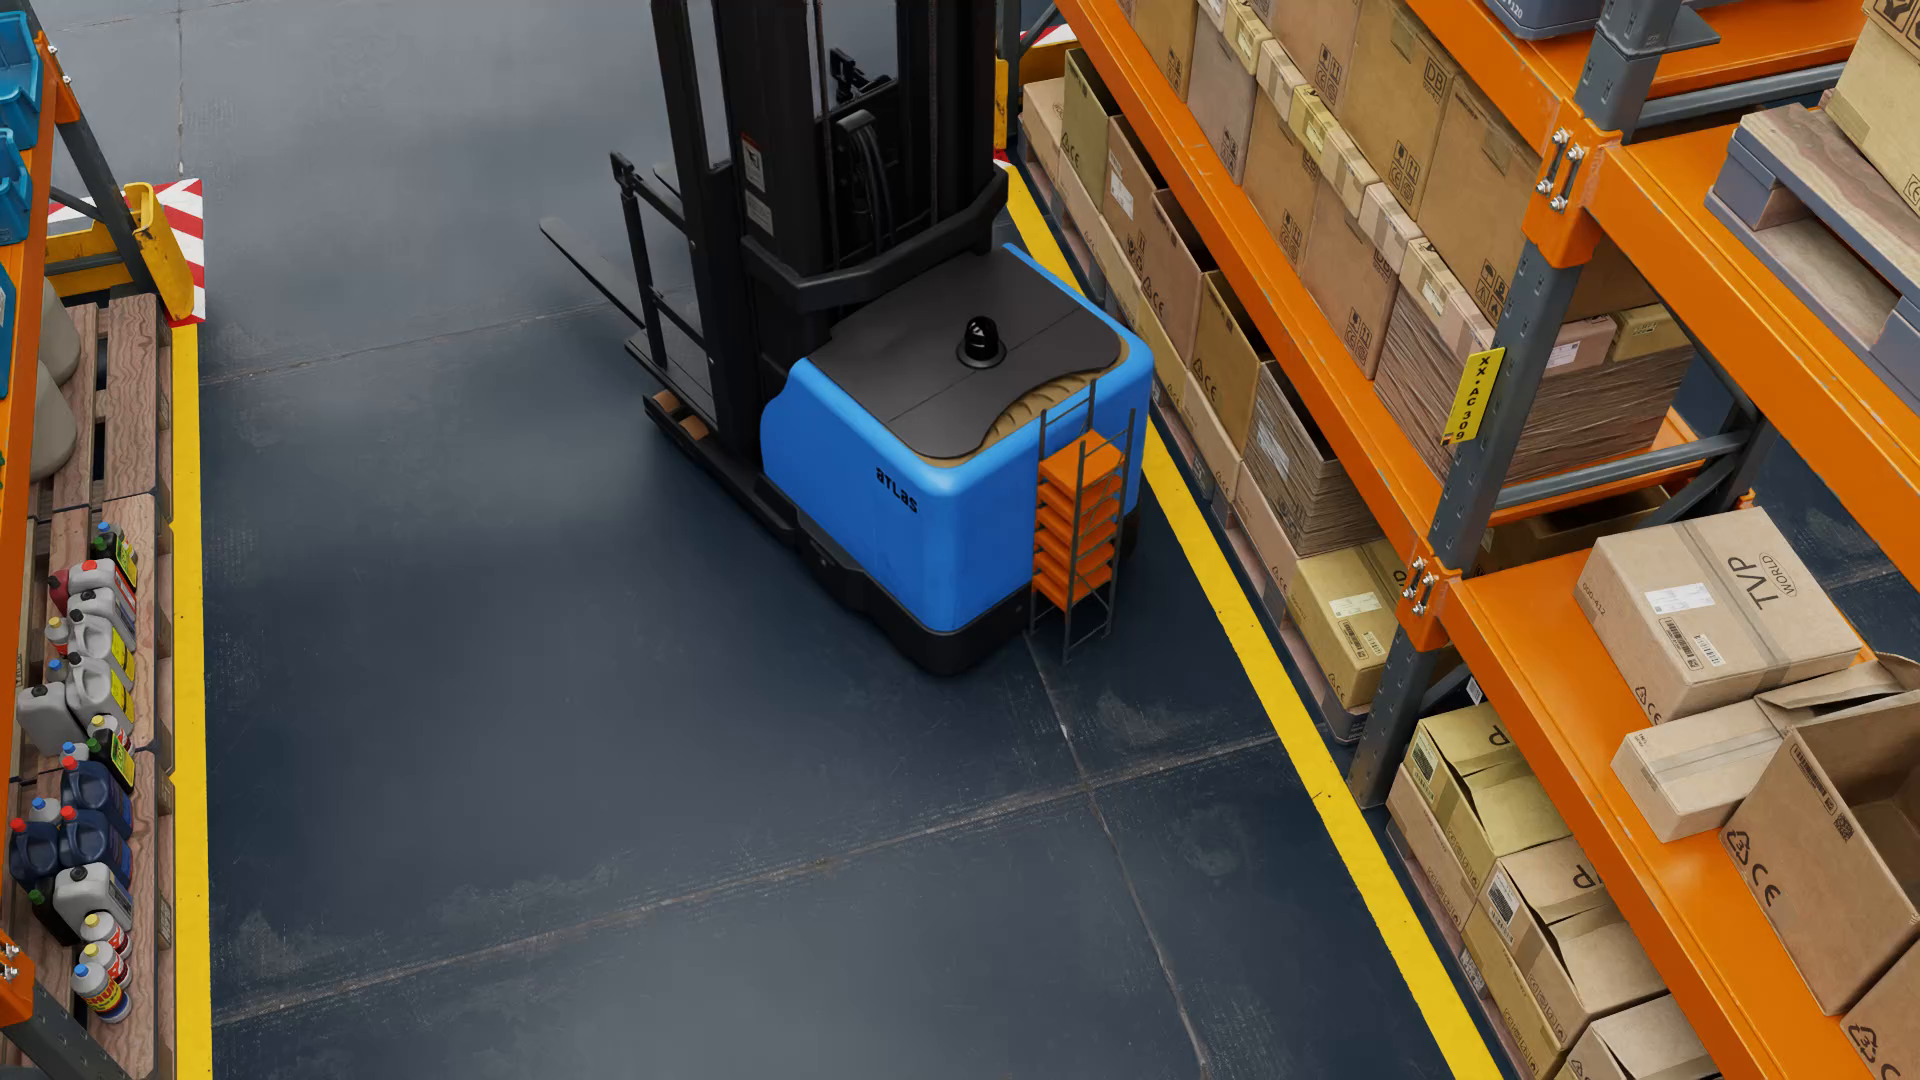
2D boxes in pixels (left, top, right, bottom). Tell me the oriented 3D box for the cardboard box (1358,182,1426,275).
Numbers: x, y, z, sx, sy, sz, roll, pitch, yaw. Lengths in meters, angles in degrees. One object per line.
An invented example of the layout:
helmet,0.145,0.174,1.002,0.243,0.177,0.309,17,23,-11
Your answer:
cardboard box,1.408,-0.950,4.889,0.380,0.149,0.250,-15,51,-12

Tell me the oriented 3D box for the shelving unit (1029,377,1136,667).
shelving unit,0.411,-0.032,5.782,0.258,1.200,0.189,-33,57,-25

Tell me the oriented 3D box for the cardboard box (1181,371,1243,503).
cardboard box,1.198,-0.454,6.484,0.500,0.250,0.500,-13,51,-11

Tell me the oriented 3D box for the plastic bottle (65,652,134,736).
plastic bottle,-2.913,0.511,5.592,0.144,0.351,0.185,-14,51,-11

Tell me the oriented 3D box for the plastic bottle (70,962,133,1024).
plastic bottle,-2.565,1.336,4.948,0.097,0.271,0.097,0,50,0

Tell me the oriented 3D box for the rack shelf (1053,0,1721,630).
rack shelf,1.252,-1.415,6.242,1.077,0.370,4.000,-13,51,-11

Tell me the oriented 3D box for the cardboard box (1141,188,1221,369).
cardboard box,1.048,-1.061,6.505,0.500,0.500,0.500,-13,51,-11

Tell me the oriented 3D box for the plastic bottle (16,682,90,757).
plastic bottle,-3.047,0.587,5.577,0.152,0.276,0.135,-13,51,-11

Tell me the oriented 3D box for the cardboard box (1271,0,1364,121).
cardboard box,1.408,-1.694,5.092,0.700,0.500,0.500,-13,51,-11

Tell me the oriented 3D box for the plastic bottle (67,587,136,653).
plastic bottle,-3.021,0.279,5.836,0.152,0.276,0.135,-15,51,-12

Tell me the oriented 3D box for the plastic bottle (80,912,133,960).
plastic bottle,-2.625,1.210,5.100,0.097,0.201,0.097,0,50,0

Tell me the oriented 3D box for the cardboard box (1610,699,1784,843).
cardboard box,1.911,0.588,4.247,0.380,0.149,0.250,-13,51,-11

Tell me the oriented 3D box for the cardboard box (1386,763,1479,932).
cardboard box,1.726,0.915,5.330,0.500,0.250,0.500,-14,51,-12

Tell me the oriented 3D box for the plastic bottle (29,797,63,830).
plastic bottle,-2.890,0.906,5.310,0.097,0.271,0.097,0,50,0

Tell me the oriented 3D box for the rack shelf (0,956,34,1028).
rack shelf,-2.298,2.623,2.837,1.077,0.370,4.000,-13,51,-11

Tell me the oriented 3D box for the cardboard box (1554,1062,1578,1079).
cardboard box,2.032,1.666,4.697,0.500,0.250,0.500,-15,51,-12

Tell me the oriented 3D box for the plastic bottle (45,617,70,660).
plastic bottle,-3.134,0.345,5.829,0.097,0.201,0.097,0,50,0

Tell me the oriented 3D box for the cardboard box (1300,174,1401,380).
cardboard box,1.544,-0.925,5.292,0.700,0.500,0.500,-14,51,-11

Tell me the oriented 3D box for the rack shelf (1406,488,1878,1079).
rack shelf,2.435,1.506,3.779,1.077,0.370,4.000,-13,51,-11

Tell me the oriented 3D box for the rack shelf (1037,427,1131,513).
rack shelf,0.411,-0.235,5.540,0.258,0.103,0.180,-33,57,-25

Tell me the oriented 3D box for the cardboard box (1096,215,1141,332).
cardboard box,0.906,-1.186,7.101,0.500,0.250,0.500,-13,51,-11

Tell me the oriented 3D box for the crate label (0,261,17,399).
crate label,-3.269,-0.719,5.161,0.502,0.435,0.616,-13,51,-11

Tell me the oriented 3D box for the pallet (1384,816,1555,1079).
pallet,2.099,1.241,5.355,1.003,0.211,1.213,-13,51,-11

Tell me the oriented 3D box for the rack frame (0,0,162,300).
rack frame,-4.072,-1.991,6.256,1.000,3.000,0.127,-13,51,-11

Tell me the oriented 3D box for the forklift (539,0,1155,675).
forklift,-0.653,-1.516,5.901,1.130,2.935,3.031,-33,57,-25

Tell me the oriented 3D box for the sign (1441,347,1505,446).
sign,1.314,-0.365,4.267,0.100,0.325,0.005,-13,51,-11

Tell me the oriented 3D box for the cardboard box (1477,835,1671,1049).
cardboard box,1.871,1.109,4.800,0.500,0.311,0.500,-14,51,-11

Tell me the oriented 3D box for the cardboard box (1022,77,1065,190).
cardboard box,0.607,-1.915,7.716,0.500,0.250,0.500,-13,51,-11

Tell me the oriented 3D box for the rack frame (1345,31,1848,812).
rack frame,1.844,-0.187,4.735,1.000,3.000,0.127,-13,51,-11

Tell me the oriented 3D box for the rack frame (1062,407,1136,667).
rack frame,0.470,0.021,5.737,0.240,1.200,0.006,-33,57,-25

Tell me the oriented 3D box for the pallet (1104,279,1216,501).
pallet,1.284,-0.771,7.051,1.003,0.211,1.213,-13,51,-11

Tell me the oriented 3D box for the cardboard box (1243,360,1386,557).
cardboard box,1.361,-0.334,5.893,0.500,0.500,0.500,-13,51,-11

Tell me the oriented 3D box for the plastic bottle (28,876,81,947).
plastic bottle,-2.788,1.127,5.116,0.061,0.283,0.133,-13,51,-11

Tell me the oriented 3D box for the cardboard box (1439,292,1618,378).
cardboard box,1.559,-0.578,4.575,0.380,0.149,0.250,-13,51,-11

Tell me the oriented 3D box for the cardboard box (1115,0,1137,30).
cardboard box,0.947,-2.414,6.547,0.700,0.500,0.500,-12,51,-10

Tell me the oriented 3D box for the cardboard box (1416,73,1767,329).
cardboard box,1.707,-0.960,4.473,0.700,0.500,0.500,-13,51,-11

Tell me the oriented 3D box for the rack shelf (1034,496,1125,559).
rack shelf,0.411,-0.080,5.724,0.258,0.103,0.180,-33,57,-25

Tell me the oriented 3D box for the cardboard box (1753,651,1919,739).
cardboard box,2.279,0.457,4.280,0.396,0.266,0.258,-14,51,-12

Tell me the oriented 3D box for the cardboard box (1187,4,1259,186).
cardboard box,1.247,-1.666,5.917,0.700,0.500,0.500,-12,51,-10

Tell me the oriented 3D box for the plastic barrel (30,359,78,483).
plastic barrel,-3.656,-0.495,6.347,0.421,0.512,0.421,0,50,0

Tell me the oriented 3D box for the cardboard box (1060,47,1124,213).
cardboard box,0.757,-1.792,7.122,0.500,0.500,0.500,-13,51,-11

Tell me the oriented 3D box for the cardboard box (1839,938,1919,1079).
cardboard box,2.359,1.096,3.588,0.500,0.500,0.500,-13,51,-11

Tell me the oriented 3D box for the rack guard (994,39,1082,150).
rack guard,0.654,-2.320,8.168,1.175,0.500,0.348,-13,51,-11

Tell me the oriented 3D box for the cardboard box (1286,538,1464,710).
cardboard box,1.498,0.275,5.870,0.500,0.250,0.500,-13,51,-11

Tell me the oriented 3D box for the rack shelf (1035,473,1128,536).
rack shelf,0.411,-0.158,5.632,0.258,0.103,0.180,-33,57,-25

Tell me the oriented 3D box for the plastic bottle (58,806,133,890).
plastic bottle,-2.731,0.959,5.214,0.144,0.351,0.185,-12,51,-10

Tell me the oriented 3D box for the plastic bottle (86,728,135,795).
plastic bottle,-2.796,0.713,5.465,0.061,0.283,0.133,-11,51,-9

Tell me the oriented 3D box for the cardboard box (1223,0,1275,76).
cardboard box,1.103,-1.699,5.520,0.380,0.149,0.250,-12,51,-10

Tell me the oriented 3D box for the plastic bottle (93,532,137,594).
plastic bottle,-3.058,0.066,6.011,0.061,0.283,0.133,-12,51,-10

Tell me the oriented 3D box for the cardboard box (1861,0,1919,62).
cardboard box,1.989,-1.023,2.811,0.500,0.500,0.500,-13,51,-11

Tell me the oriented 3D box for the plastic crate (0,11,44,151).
plastic crate,-3.638,-1.645,6.062,0.499,0.251,0.616,-13,51,-11

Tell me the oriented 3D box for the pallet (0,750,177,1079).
pallet,-3.048,1.329,5.281,1.003,0.211,1.213,-13,51,-11

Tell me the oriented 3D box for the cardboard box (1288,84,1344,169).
cardboard box,1.260,-1.322,5.202,0.380,0.149,0.250,-14,51,-11

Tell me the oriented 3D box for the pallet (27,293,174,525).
pallet,-3.769,-0.453,6.783,1.003,0.211,1.213,-13,51,-11
